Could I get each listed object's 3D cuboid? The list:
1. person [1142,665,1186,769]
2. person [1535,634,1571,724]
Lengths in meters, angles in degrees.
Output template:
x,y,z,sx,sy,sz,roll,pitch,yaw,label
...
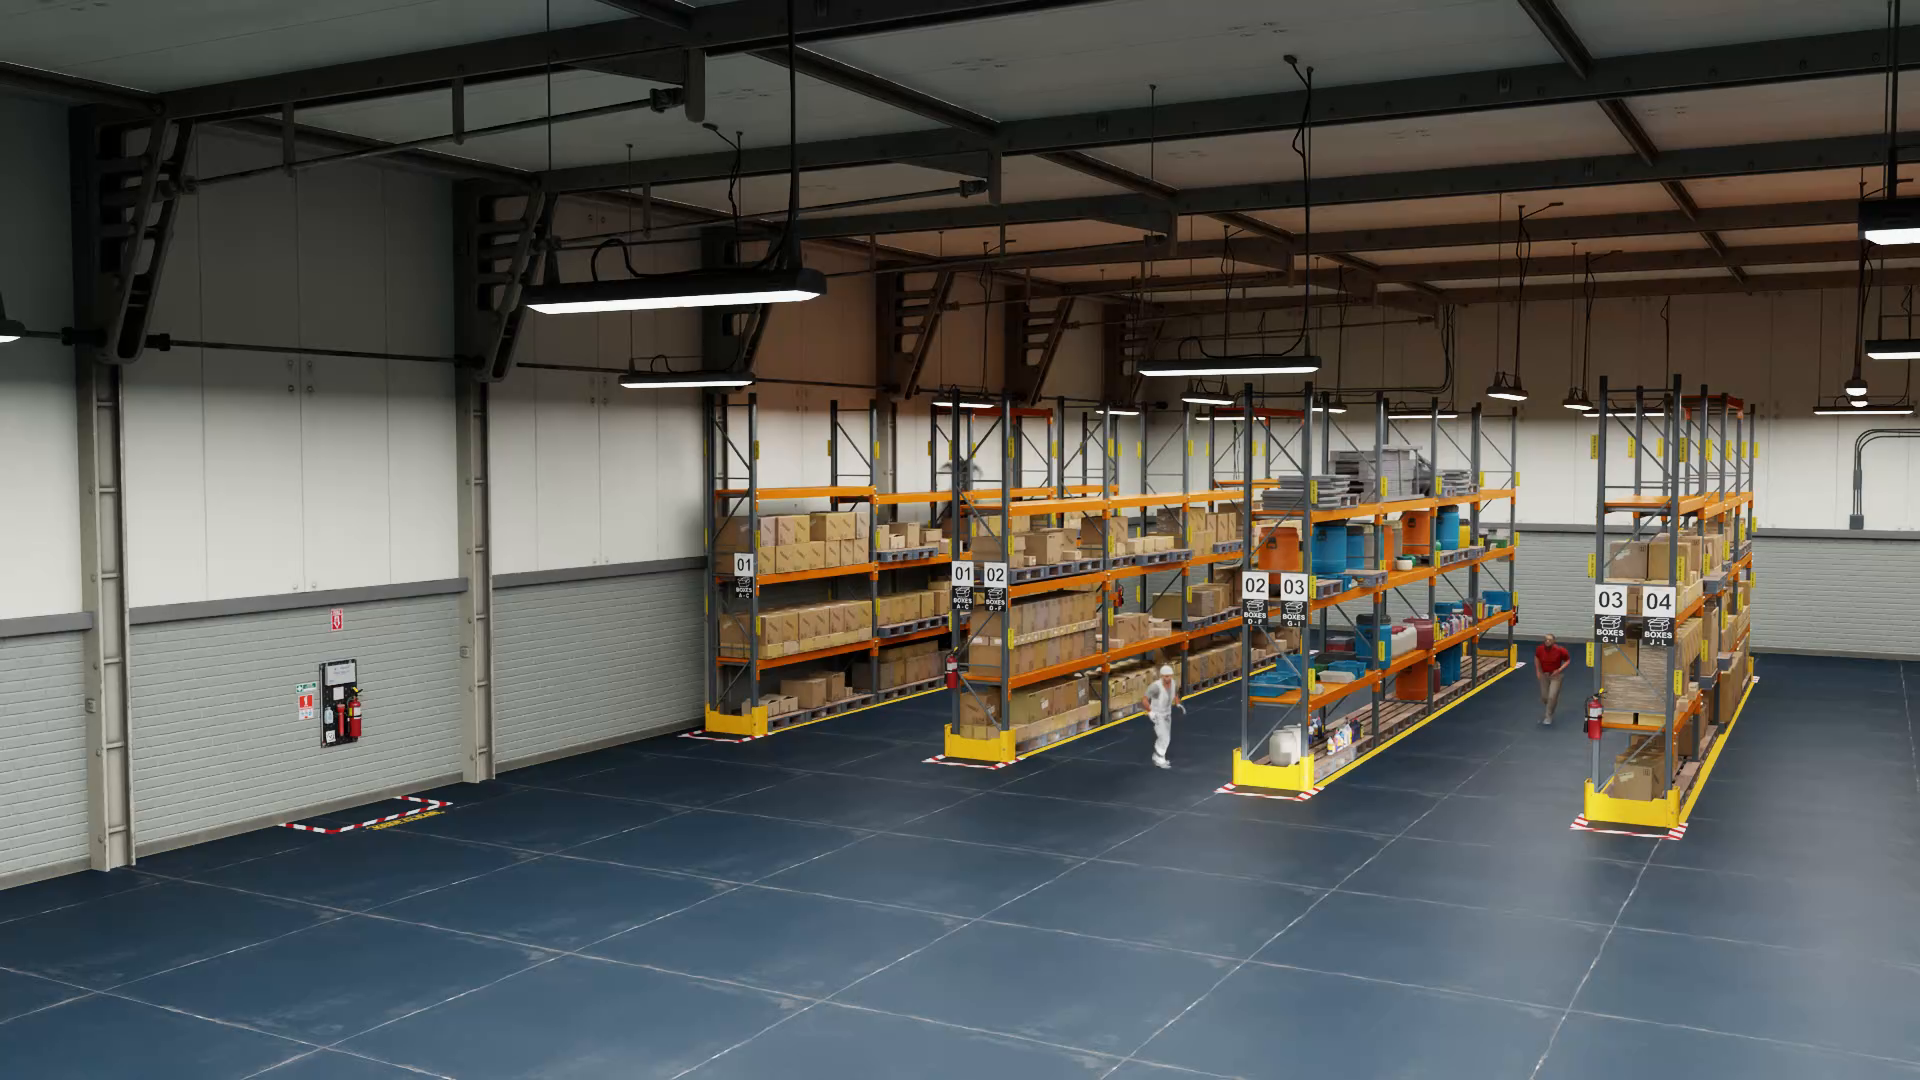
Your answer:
x,y,z,sx,sy,sz,roll,pitch,yaw,label
3.166,2.773,26.204,0.682,1.675,0.739,-3,4,-40,person
10.885,2.532,30.553,0.641,1.663,0.718,2,3,26,person
